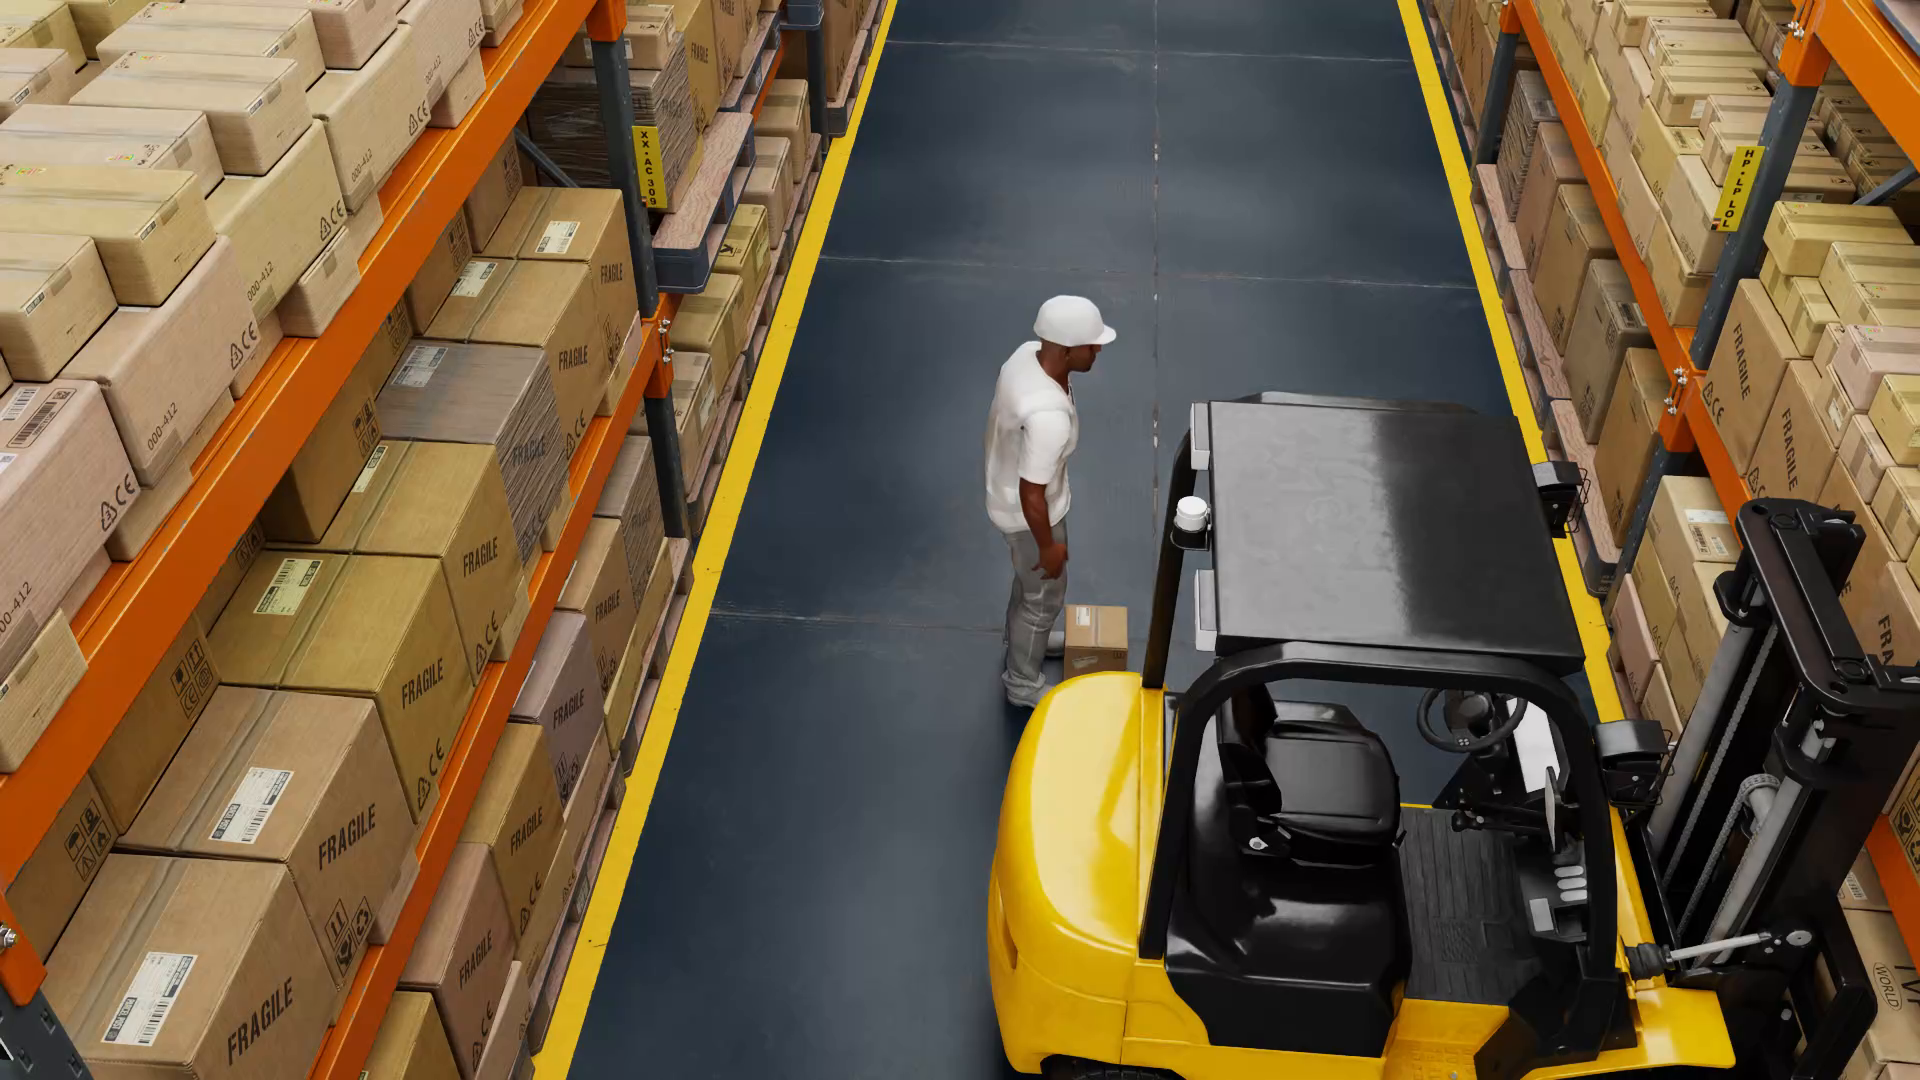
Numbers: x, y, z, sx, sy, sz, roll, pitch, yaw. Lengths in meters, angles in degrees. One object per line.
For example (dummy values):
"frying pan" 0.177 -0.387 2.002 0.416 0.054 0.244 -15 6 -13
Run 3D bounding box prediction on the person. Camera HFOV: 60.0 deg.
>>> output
"person" 0.320 -0.148 6.320 0.459 1.759 0.632 1 40 1
